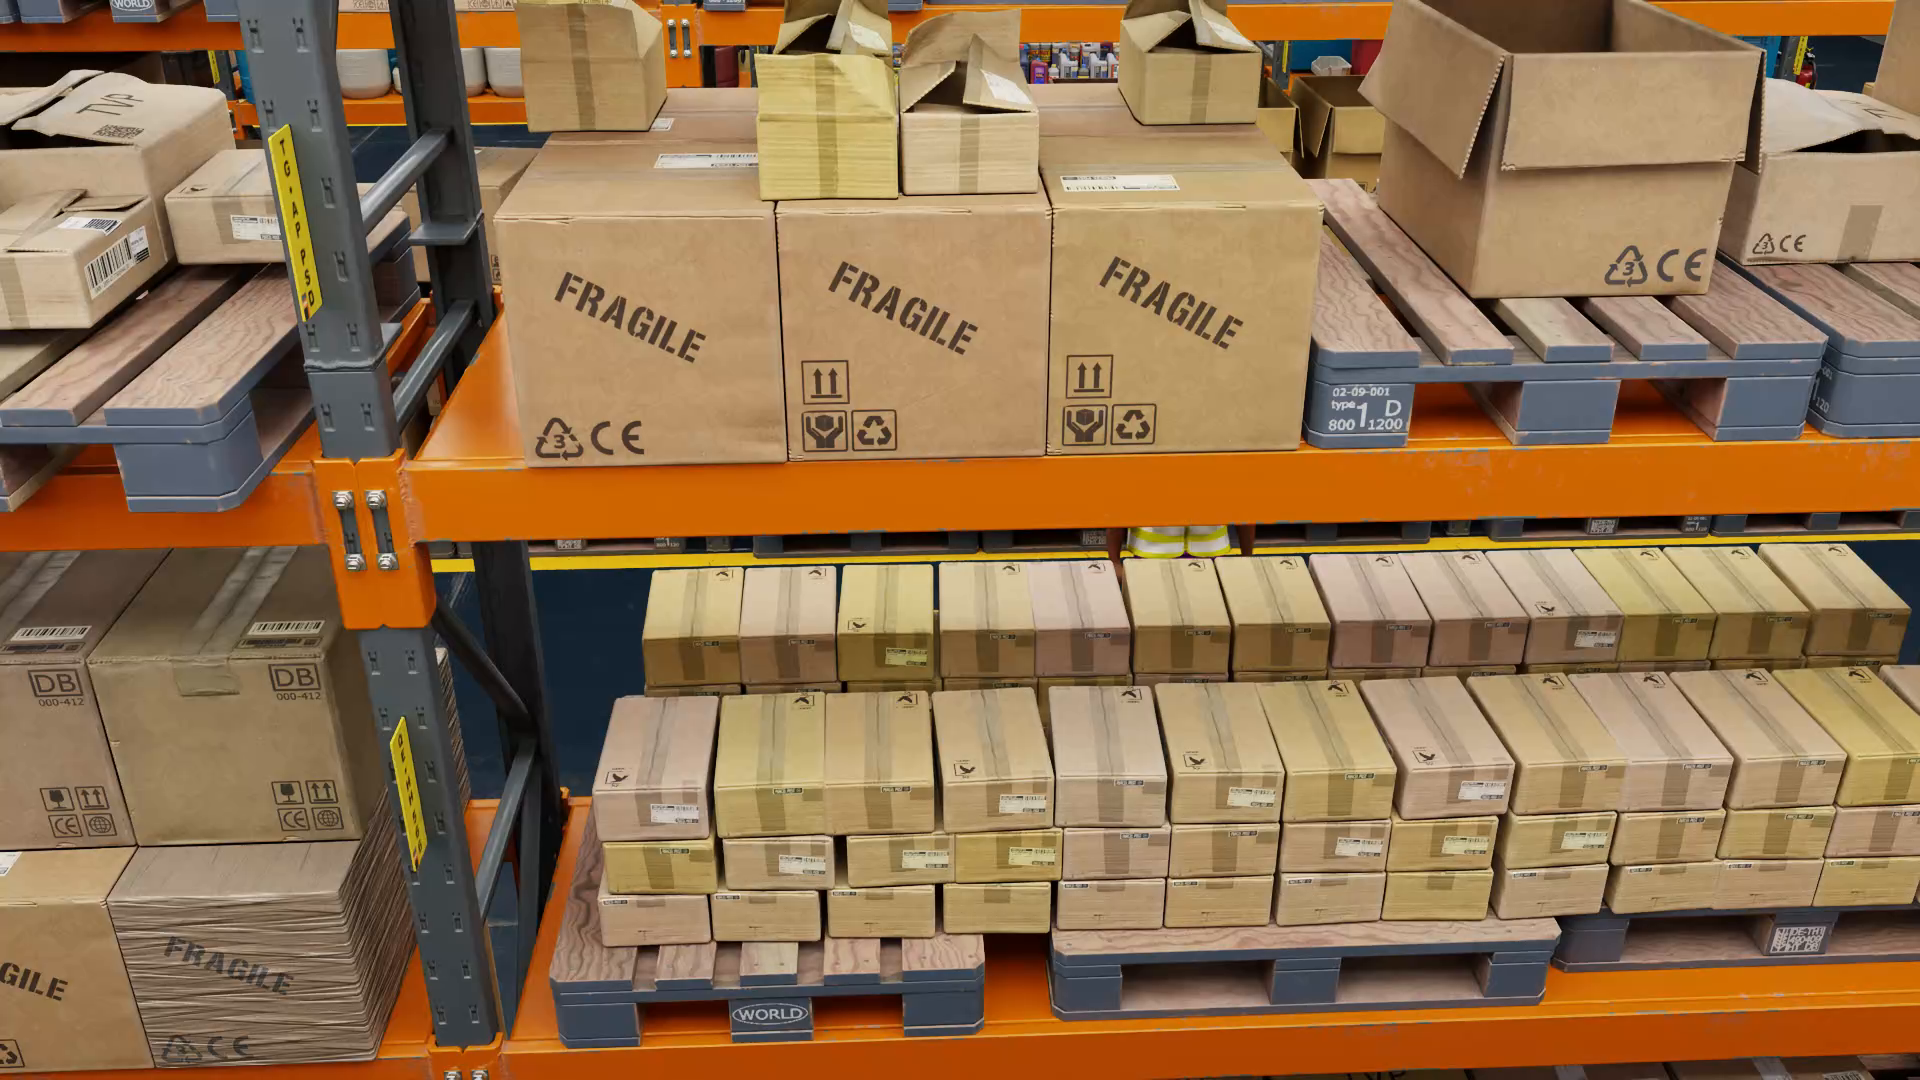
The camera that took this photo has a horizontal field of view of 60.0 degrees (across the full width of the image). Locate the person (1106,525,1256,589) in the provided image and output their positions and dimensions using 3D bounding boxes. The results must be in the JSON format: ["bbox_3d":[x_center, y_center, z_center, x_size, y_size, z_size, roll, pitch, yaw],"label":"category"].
[{"bbox_3d":[0.919,0.088,6.929,0.635,1.760,0.456,-3,28,-5],"label":"person"}]
